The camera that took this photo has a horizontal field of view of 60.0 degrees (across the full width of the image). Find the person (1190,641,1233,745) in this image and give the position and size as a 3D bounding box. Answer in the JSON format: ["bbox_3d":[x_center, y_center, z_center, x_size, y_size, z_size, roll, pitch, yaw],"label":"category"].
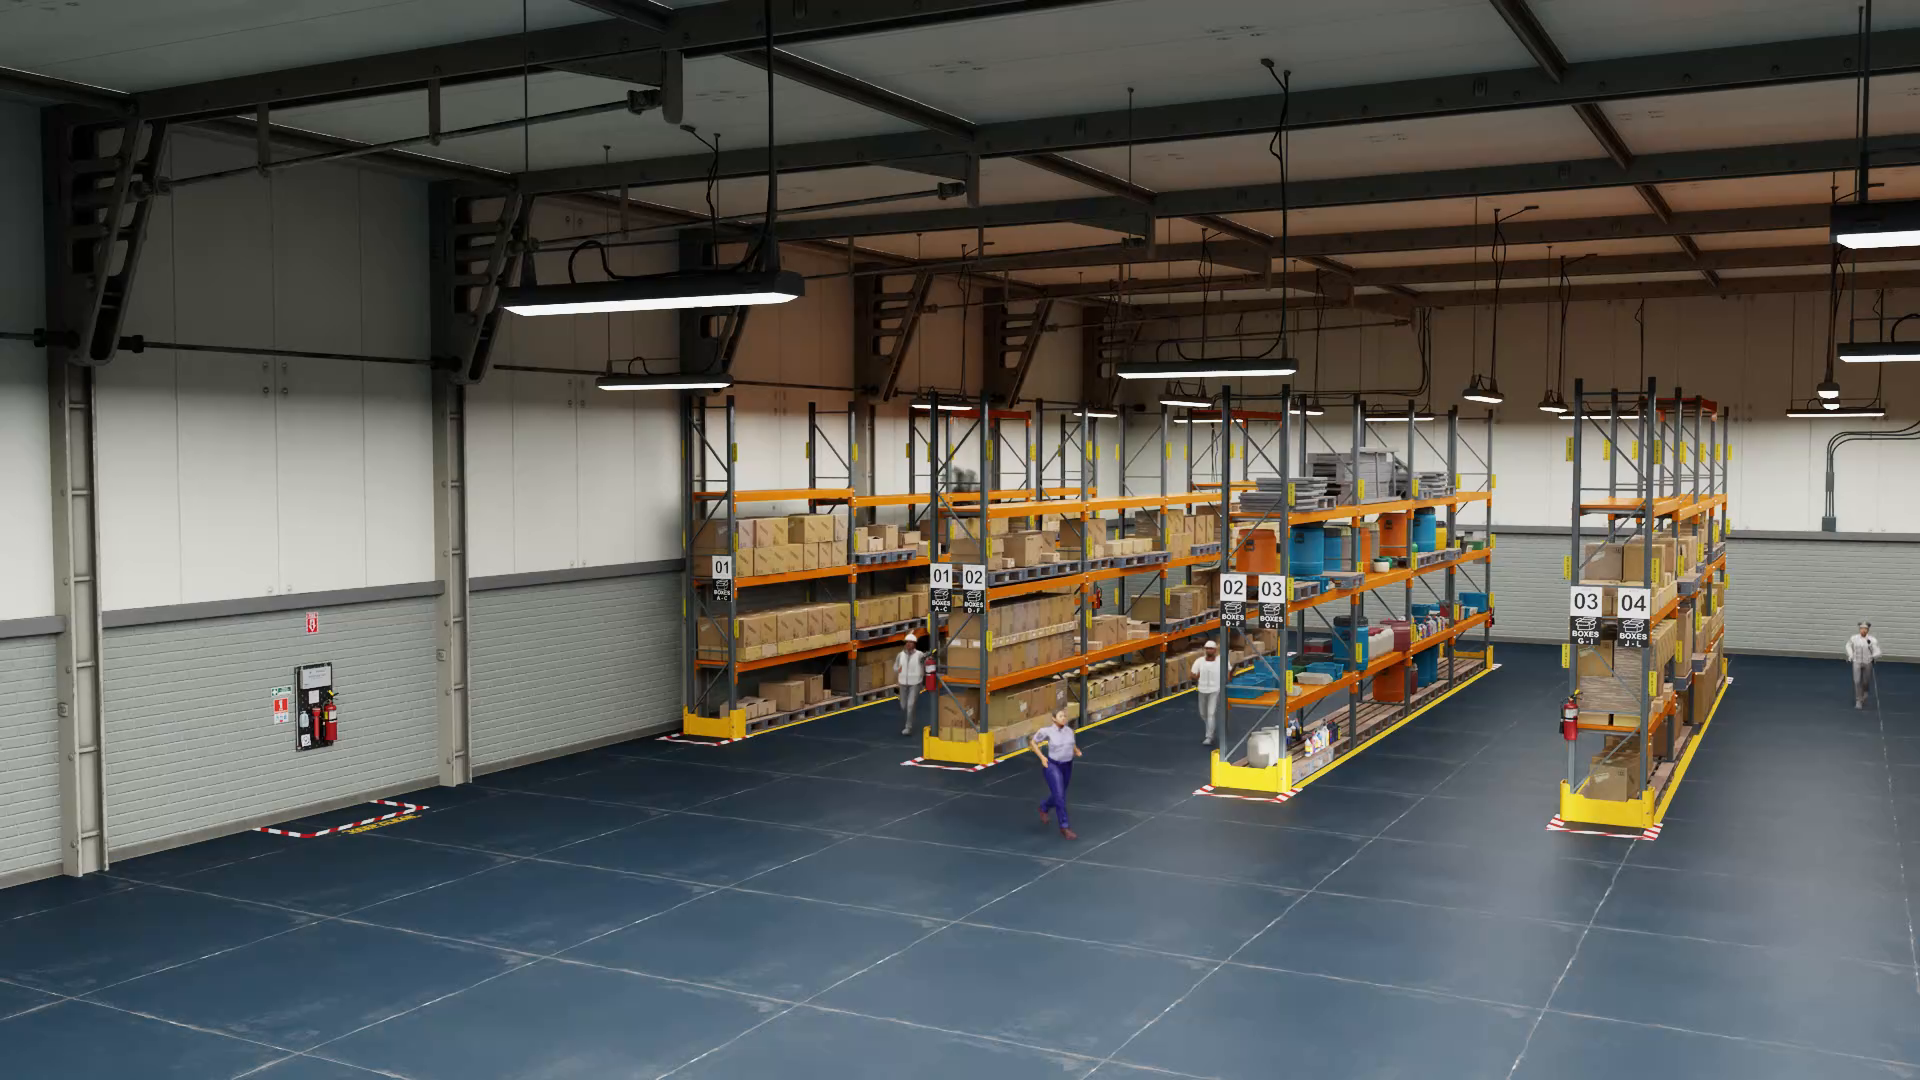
[{"bbox_3d":[4.308,2.605,28.634,0.710,1.747,0.955,1,3,23],"label":"person"}]

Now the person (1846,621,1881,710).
[{"bbox_3d":[17.740,2.442,32.683,0.618,1.703,0.875,2,4,32],"label":"person"}]

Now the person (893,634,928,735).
[{"bbox_3d":[-0.877,2.555,29.680,0.668,1.750,0.918,1,3,18],"label":"person"}]

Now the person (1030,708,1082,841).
[{"bbox_3d":[1.279,3.026,21.814,0.605,1.659,0.930,-2,4,-36],"label":"person"}]
